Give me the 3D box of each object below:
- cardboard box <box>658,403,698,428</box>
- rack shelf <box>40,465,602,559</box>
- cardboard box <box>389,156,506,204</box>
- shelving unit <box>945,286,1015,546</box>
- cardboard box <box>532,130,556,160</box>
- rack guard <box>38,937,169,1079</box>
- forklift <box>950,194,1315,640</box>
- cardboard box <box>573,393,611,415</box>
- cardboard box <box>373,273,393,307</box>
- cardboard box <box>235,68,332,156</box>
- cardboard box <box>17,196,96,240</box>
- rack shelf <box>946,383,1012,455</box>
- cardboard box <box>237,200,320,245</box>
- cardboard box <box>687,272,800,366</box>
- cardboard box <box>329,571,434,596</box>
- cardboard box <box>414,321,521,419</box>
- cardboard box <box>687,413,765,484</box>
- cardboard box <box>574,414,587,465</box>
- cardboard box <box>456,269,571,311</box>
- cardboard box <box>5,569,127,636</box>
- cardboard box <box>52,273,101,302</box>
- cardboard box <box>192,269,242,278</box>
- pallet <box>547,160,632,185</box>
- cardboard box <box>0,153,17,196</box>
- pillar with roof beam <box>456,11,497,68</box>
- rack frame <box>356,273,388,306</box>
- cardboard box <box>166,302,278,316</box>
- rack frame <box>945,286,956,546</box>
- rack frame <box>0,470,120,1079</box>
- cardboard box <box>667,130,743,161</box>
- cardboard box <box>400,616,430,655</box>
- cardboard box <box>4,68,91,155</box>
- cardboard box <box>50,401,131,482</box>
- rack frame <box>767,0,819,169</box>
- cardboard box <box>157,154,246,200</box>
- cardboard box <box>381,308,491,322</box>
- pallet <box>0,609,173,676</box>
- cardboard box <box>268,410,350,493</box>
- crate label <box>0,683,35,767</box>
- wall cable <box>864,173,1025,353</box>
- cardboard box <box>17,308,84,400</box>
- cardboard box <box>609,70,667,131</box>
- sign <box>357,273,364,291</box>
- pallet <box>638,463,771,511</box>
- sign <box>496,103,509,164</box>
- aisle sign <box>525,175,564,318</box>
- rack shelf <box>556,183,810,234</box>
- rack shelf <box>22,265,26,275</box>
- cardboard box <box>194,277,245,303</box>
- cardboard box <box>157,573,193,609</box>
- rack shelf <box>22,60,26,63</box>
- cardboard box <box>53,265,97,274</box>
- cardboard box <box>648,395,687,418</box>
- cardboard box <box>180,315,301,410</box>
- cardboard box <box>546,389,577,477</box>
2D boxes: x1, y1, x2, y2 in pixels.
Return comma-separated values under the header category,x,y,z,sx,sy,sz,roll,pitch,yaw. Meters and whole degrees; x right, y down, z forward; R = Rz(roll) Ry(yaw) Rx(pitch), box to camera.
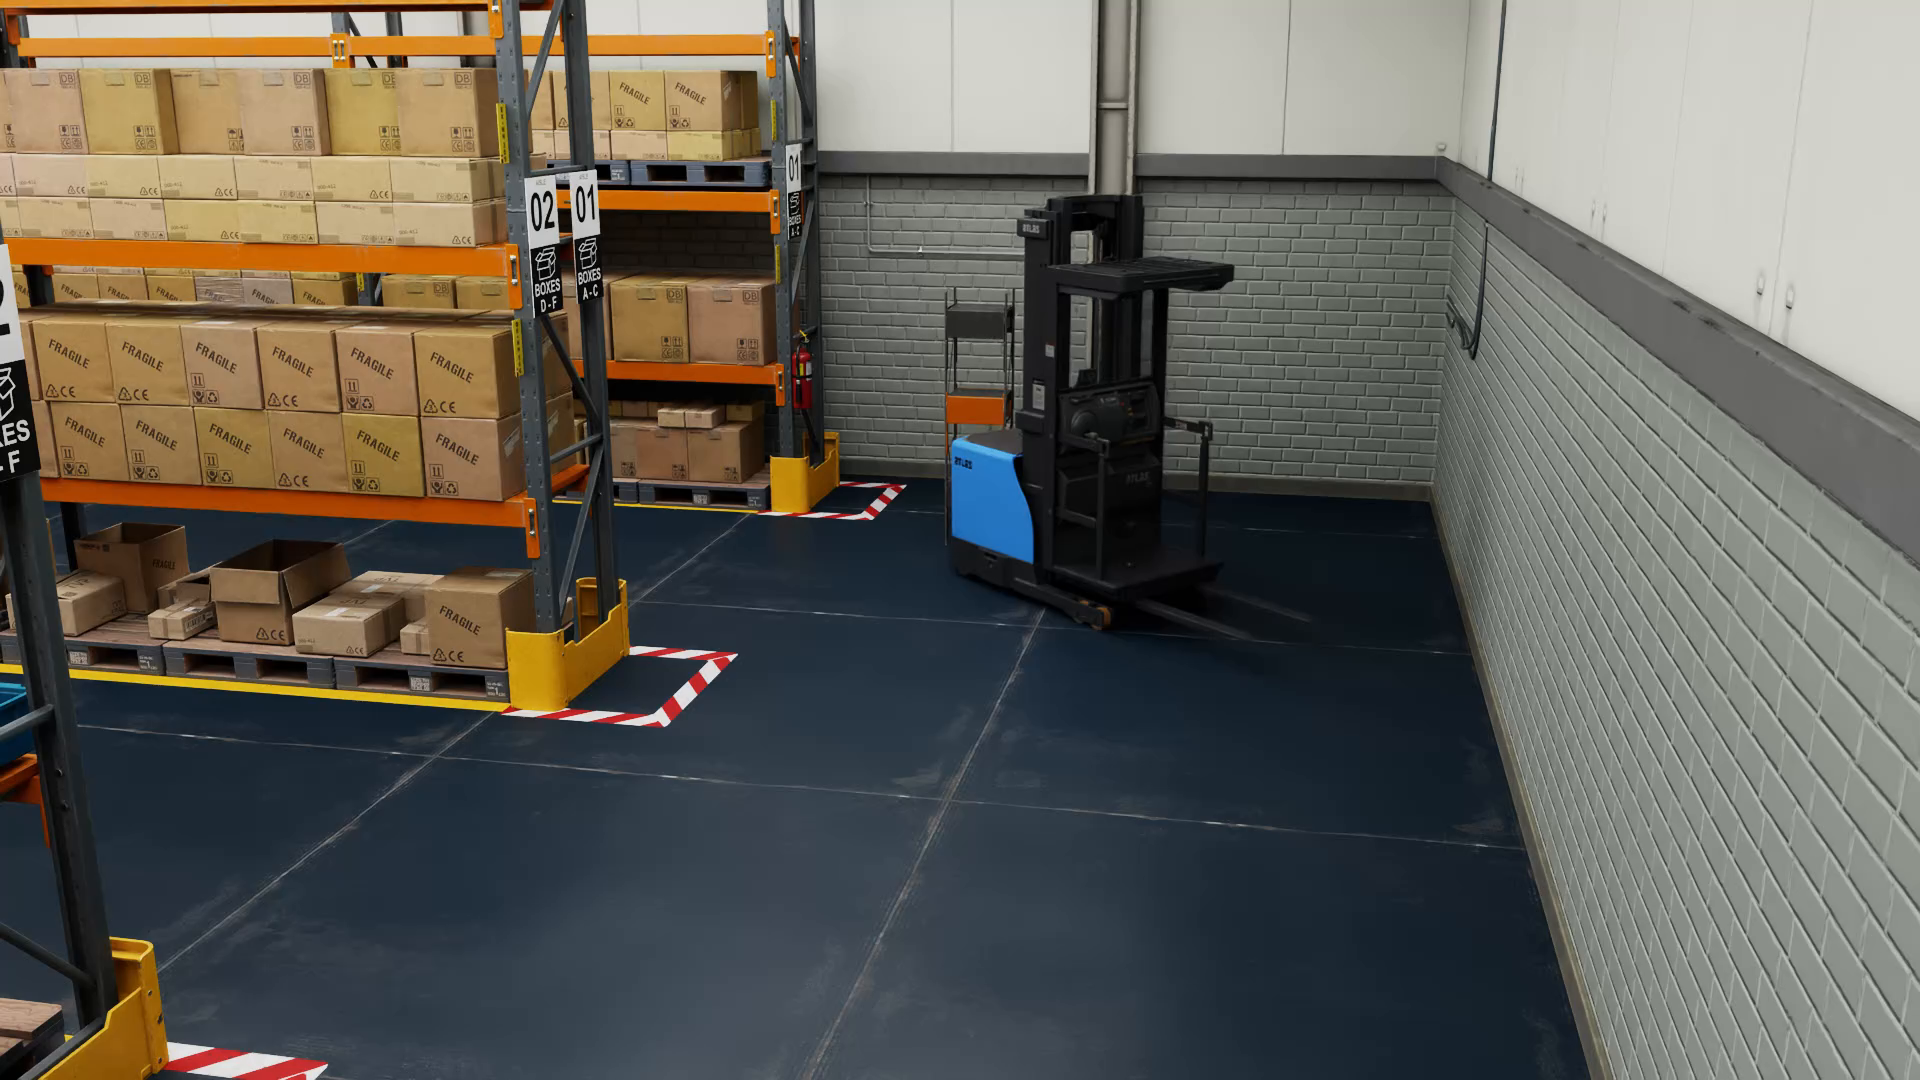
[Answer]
category,x,y,z,sx,sy,sz,roll,pitch,yaw
cardboard box,-2.564,-1.137,15.159,0.250,0.149,0.380,4,16,13
rack shelf,-4.388,-0.307,10.828,4.000,0.370,1.077,3,16,11
cardboard box,-2.983,-2.122,9.759,0.500,0.250,0.500,3,16,11
shelving unit,0.162,-1.003,13.680,0.503,2.100,0.431,3,16,11
cardboard box,-3.740,-3.518,14.761,0.500,0.250,0.500,3,16,10
rack guard,-3.393,1.951,6.012,0.348,0.500,1.175,3,16,11
forklift,1.213,-0.926,11.844,1.130,2.935,3.031,-12,19,-36
cardboard box,-3.479,-1.291,15.714,0.250,0.149,0.380,3,16,10
cardboard box,-5.765,-2.347,16.066,0.500,0.500,0.500,3,16,9
cardboard box,-3.920,-2.593,10.055,0.500,0.500,0.700,3,16,11
cardboard box,-5.432,-2.015,10.309,0.500,0.250,0.500,3,16,11
rack shelf,0.162,-0.990,13.684,0.480,0.518,0.431,3,16,11
cardboard box,-3.965,-1.931,10.007,0.500,0.250,0.500,3,16,11
cardboard box,-1.947,-2.012,15.075,0.700,0.700,0.980,4,16,14
cardboard box,-3.885,0.410,11.221,0.500,0.250,0.500,3,16,11
cardboard box,-2.920,-1.029,10.027,0.500,0.500,0.500,3,16,11
cardboard box,-2.151,-0.852,15.344,0.500,0.500,0.700,3,16,11
cardboard box,-3.658,-0.932,15.632,0.500,0.500,0.700,3,16,12
cardboard box,-4.122,-2.127,15.490,0.700,0.700,0.980,3,16,10
cardboard box,-5.980,0.403,11.131,0.500,0.311,0.500,3,16,11
cardboard box,-8.348,-2.347,16.063,0.500,0.500,0.500,4,16,13
cardboard box,-6.873,-2.633,15.693,0.500,0.250,0.500,3,16,12
pallet,-3.373,-3.347,15.003,1.213,0.211,1.003,3,16,11
cardboard box,-5.921,-2.283,10.341,0.500,0.250,0.500,3,16,11
pillar with roof beam,-5.364,-4.010,11.611,0.400,9.000,9.100,3,16,11
rack frame,-5.365,-2.056,15.795,0.127,3.000,1.000,3,16,11
cardboard box,-4.805,-1.277,10.924,0.500,0.500,0.500,3,16,12
rack frame,-0.077,-1.016,13.727,0.015,2.100,0.400,3,16,11
rack frame,-3.419,0.749,5.671,0.127,3.000,1.000,3,16,11
cardboard box,-2.216,-3.437,14.467,0.500,0.250,0.500,4,16,13
cardboard box,-3.389,0.597,10.702,0.250,0.166,0.380,3,16,11
cardboard box,-5.403,-2.656,10.282,0.500,0.500,0.700,3,16,11
cardboard box,-5.401,-0.683,10.652,0.500,0.500,0.500,3,16,12
rack frame,-1.445,-4.734,14.226,0.127,3.000,1.000,3,16,11
cardboard box,-4.453,-2.201,10.044,0.500,0.250,0.500,3,16,11
cardboard box,-3.325,-1.196,10.629,0.500,0.500,0.500,3,16,12
pallet,-5.676,0.621,11.356,1.213,0.211,1.003,3,16,11
cardboard box,-3.919,-0.603,10.361,0.500,0.500,0.500,3,16,12
crate label,-3.596,0.701,6.043,0.303,0.233,0.416,3,16,11
wall cable,-0.002,-2.512,15.539,1.851,1.984,0.084,3,16,11
cardboard box,-5.943,-1.191,10.613,0.500,0.500,0.500,4,16,13
cardboard box,-2.705,-3.825,14.466,0.500,0.500,0.500,4,16,13
sign,-5.463,-2.433,15.137,0.005,0.325,0.100,3,16,11
pallet,-2.244,-0.521,15.479,1.213,0.211,1.003,3,16,11
sign,-2.559,-2.275,9.309,0.005,0.325,0.100,3,16,11
aisle sign,-2.423,-1.716,9.698,0.004,0.787,0.394,3,16,11
rack shelf,-3.405,-3.048,15.106,4.000,0.370,1.077,3,16,11
rack shelf,-8.308,-1.965,11.196,4.000,0.370,1.077,3,16,11
cardboard box,-6.860,-2.269,15.783,0.500,0.500,0.500,3,16,11
cardboard box,-5.354,0.362,11.581,0.250,0.149,0.380,3,16,11
rack shelf,-11.245,-4.727,16.296,4.000,0.370,1.077,3,16,11
cardboard box,-8.364,-2.711,15.974,0.500,0.250,0.500,3,16,10
cardboard box,-2.730,-1.250,15.568,0.250,0.149,0.380,3,16,12
cardboard box,-4.427,-1.109,10.317,0.500,0.500,0.500,4,16,13
cardboard box,-2.811,-0.688,10.669,0.500,0.500,0.500,3,16,12
